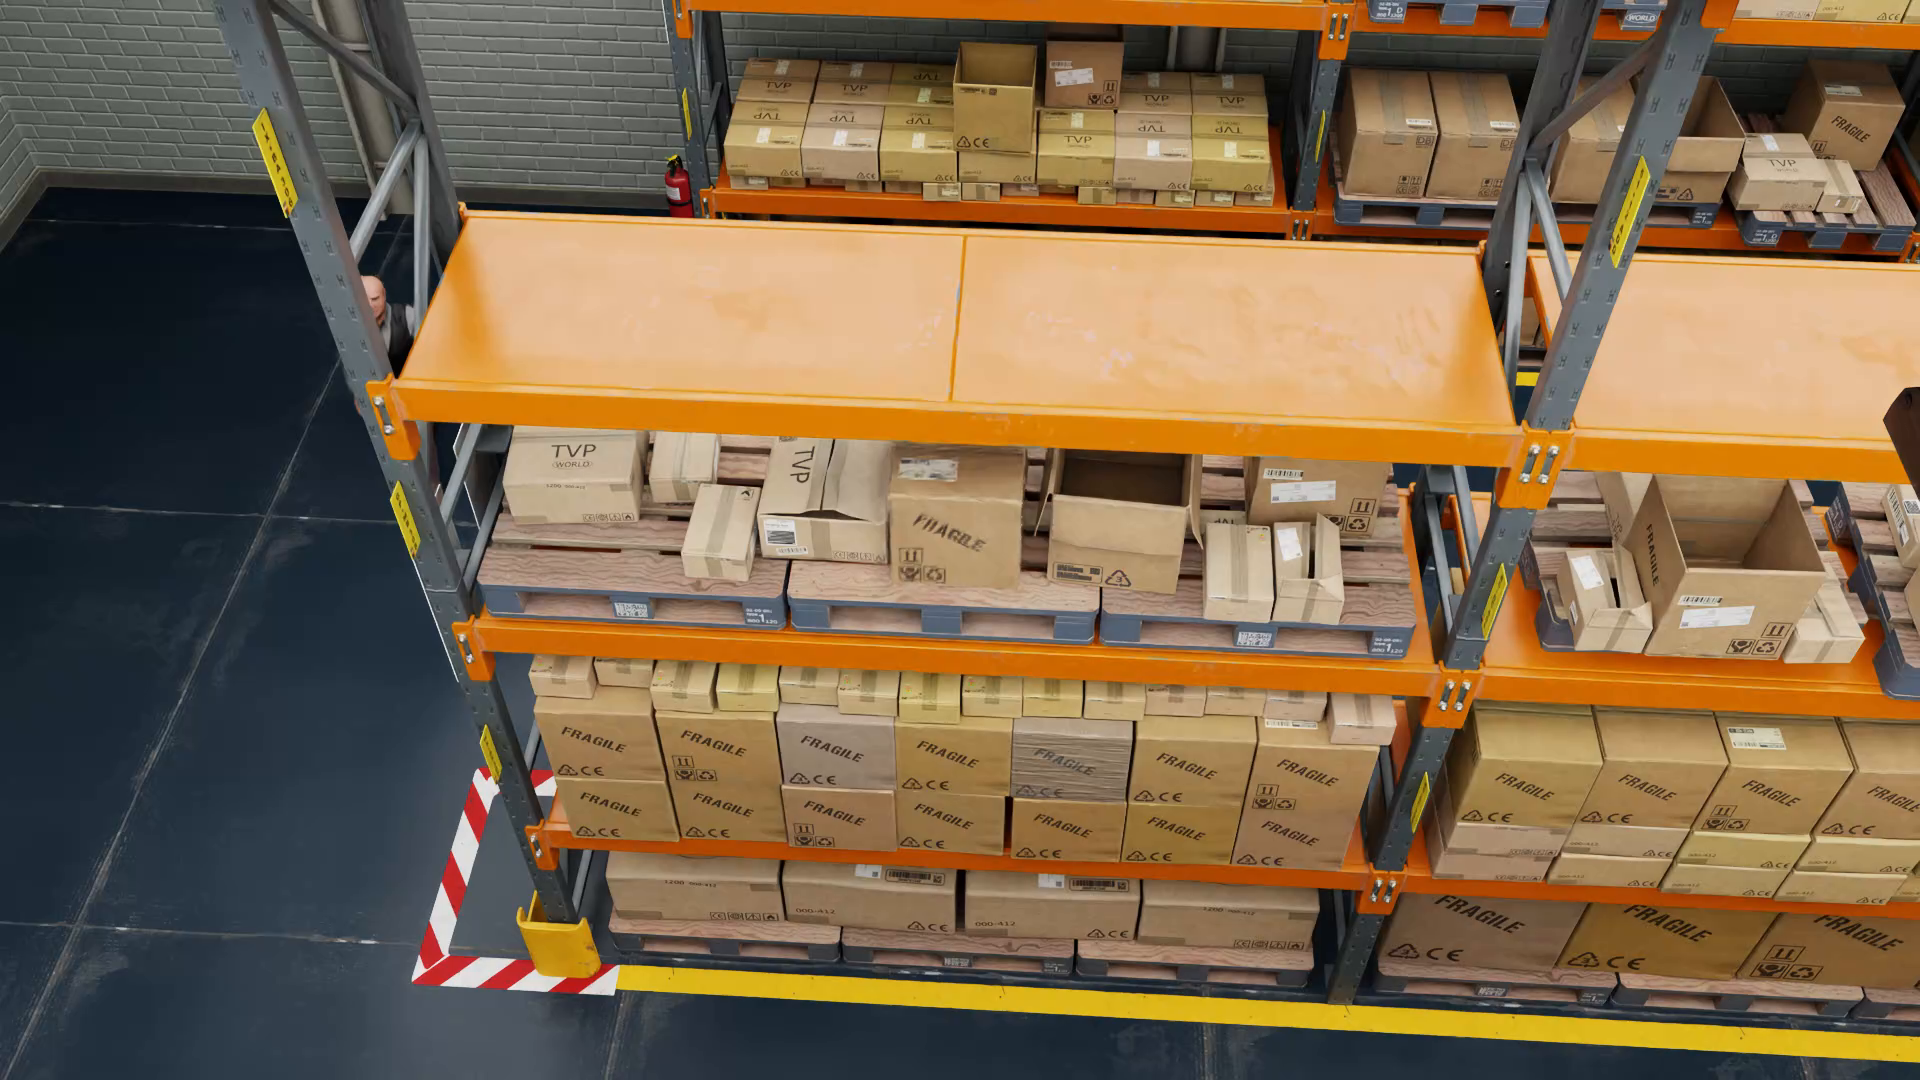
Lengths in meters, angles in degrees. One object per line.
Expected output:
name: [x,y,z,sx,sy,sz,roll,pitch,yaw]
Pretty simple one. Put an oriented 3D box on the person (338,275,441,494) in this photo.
person: [-3.562,-1.010,10.513,0.534,1.689,0.964,-2,48,-2]
